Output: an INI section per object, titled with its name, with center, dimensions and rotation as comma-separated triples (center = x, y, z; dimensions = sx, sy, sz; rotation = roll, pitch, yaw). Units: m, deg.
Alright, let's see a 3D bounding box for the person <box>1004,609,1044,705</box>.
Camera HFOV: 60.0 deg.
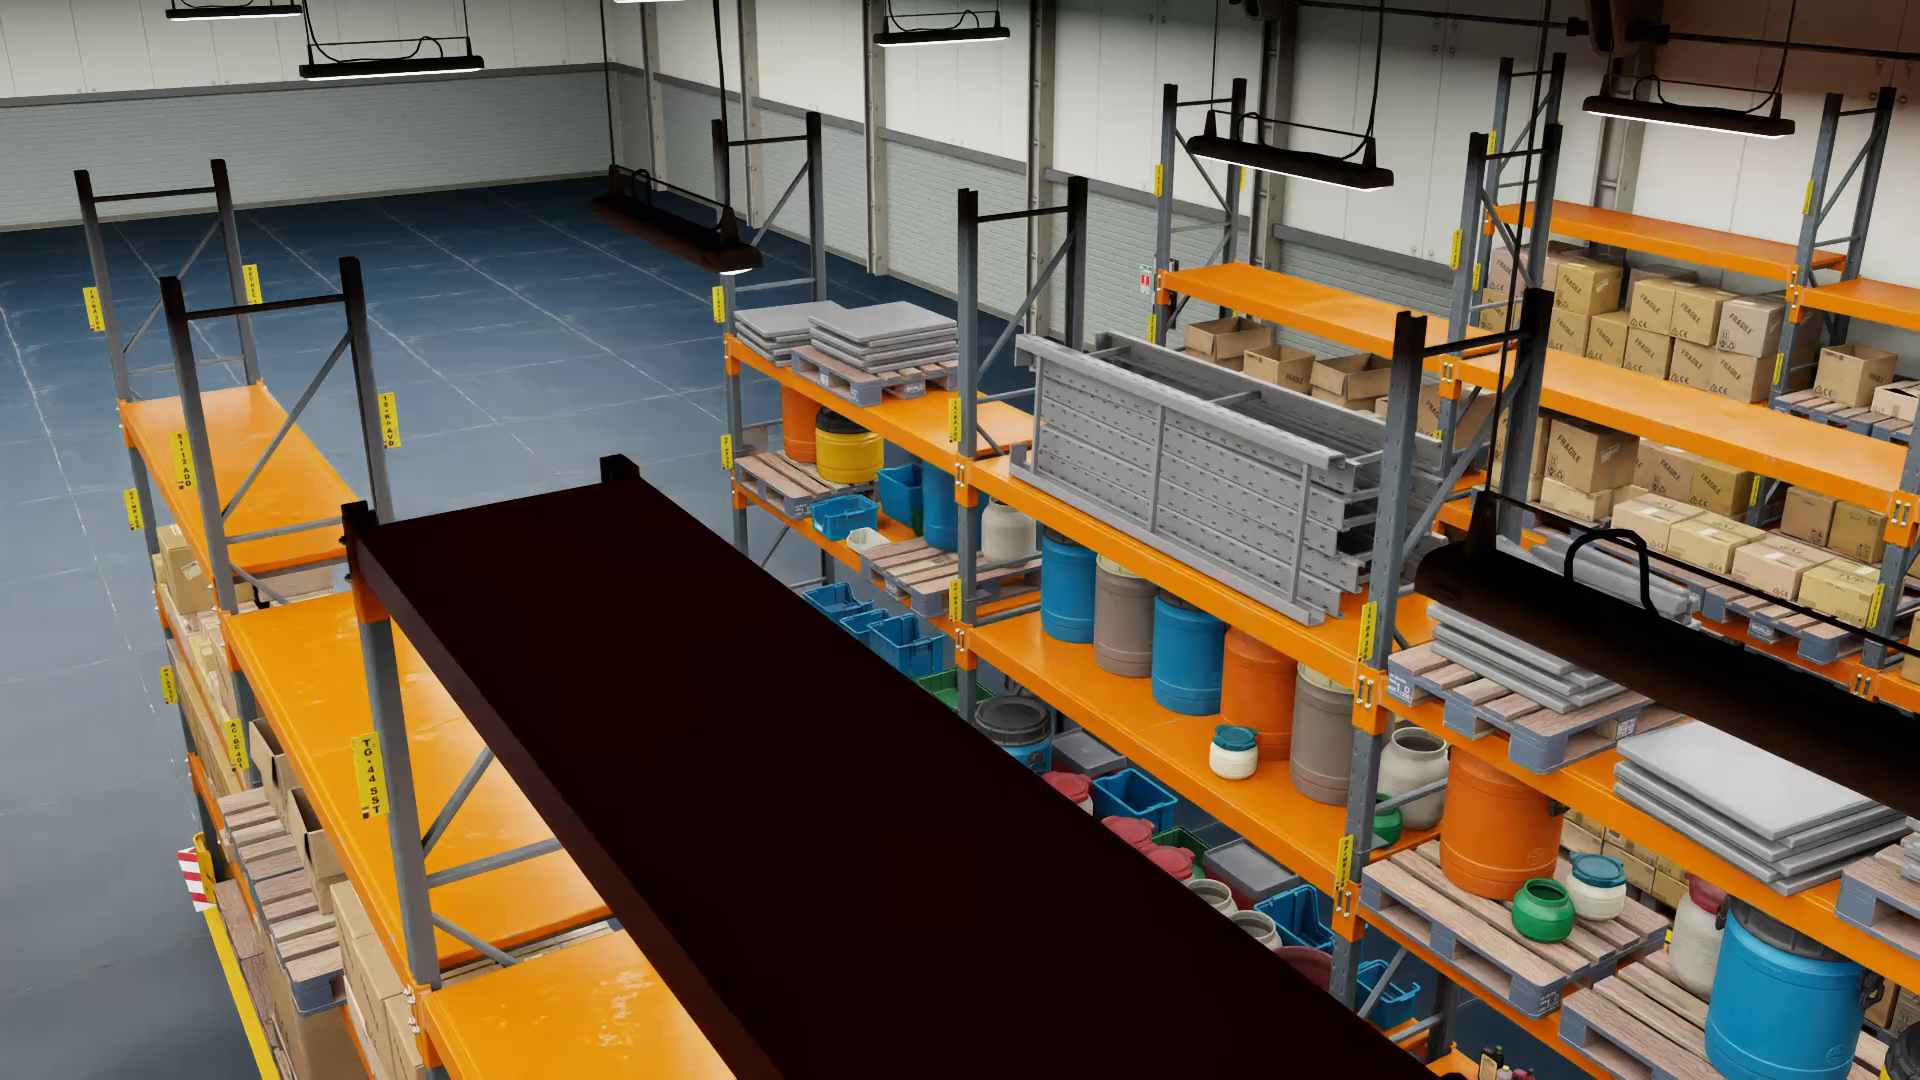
[person]
center = 0.734, 1.310, 15.810
dimensions = 0.672, 1.746, 0.580
rotation = -14, 26, -31
